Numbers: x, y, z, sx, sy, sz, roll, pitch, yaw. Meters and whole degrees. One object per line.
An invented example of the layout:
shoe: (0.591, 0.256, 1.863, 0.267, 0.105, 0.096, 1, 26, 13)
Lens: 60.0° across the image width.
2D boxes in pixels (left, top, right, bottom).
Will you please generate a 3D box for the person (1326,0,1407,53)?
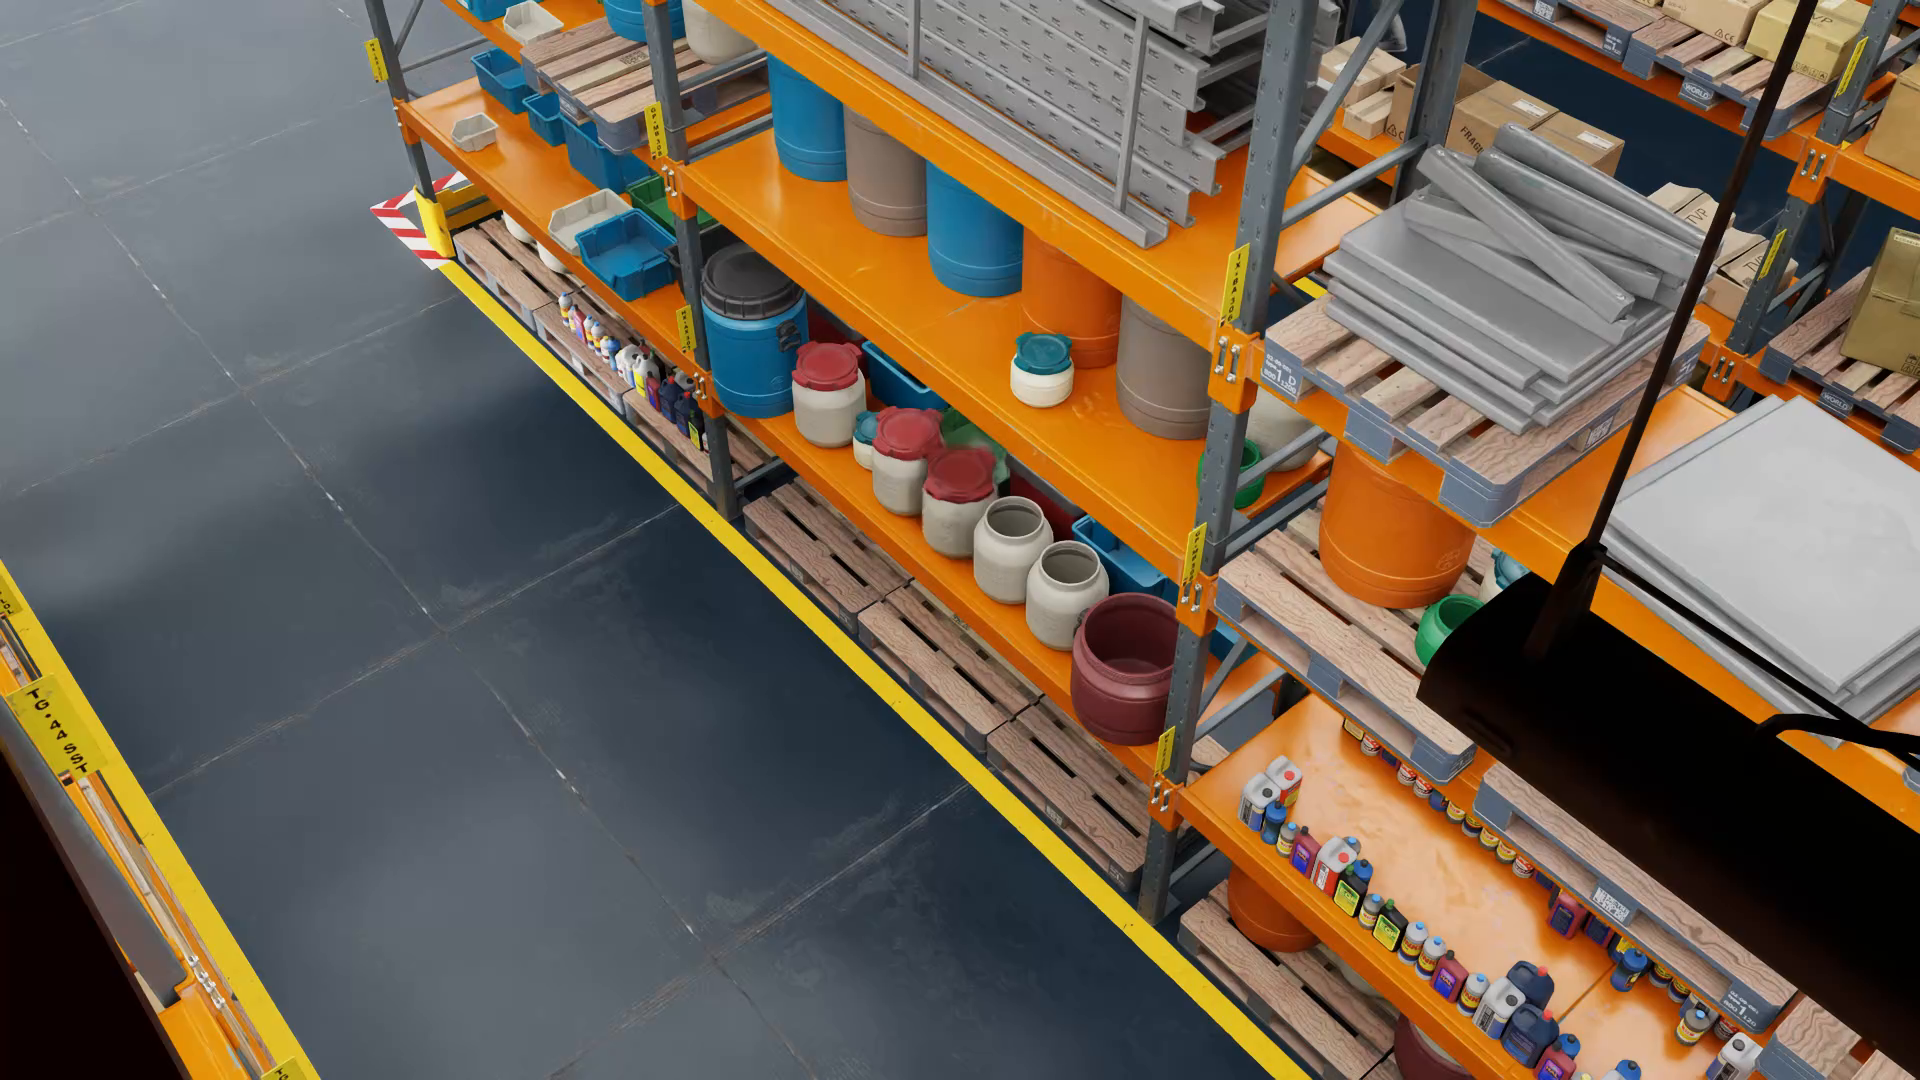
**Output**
person: (3.585, -5.206, 14.711, 1.080, 1.707, 0.570, 15, 48, 14)
